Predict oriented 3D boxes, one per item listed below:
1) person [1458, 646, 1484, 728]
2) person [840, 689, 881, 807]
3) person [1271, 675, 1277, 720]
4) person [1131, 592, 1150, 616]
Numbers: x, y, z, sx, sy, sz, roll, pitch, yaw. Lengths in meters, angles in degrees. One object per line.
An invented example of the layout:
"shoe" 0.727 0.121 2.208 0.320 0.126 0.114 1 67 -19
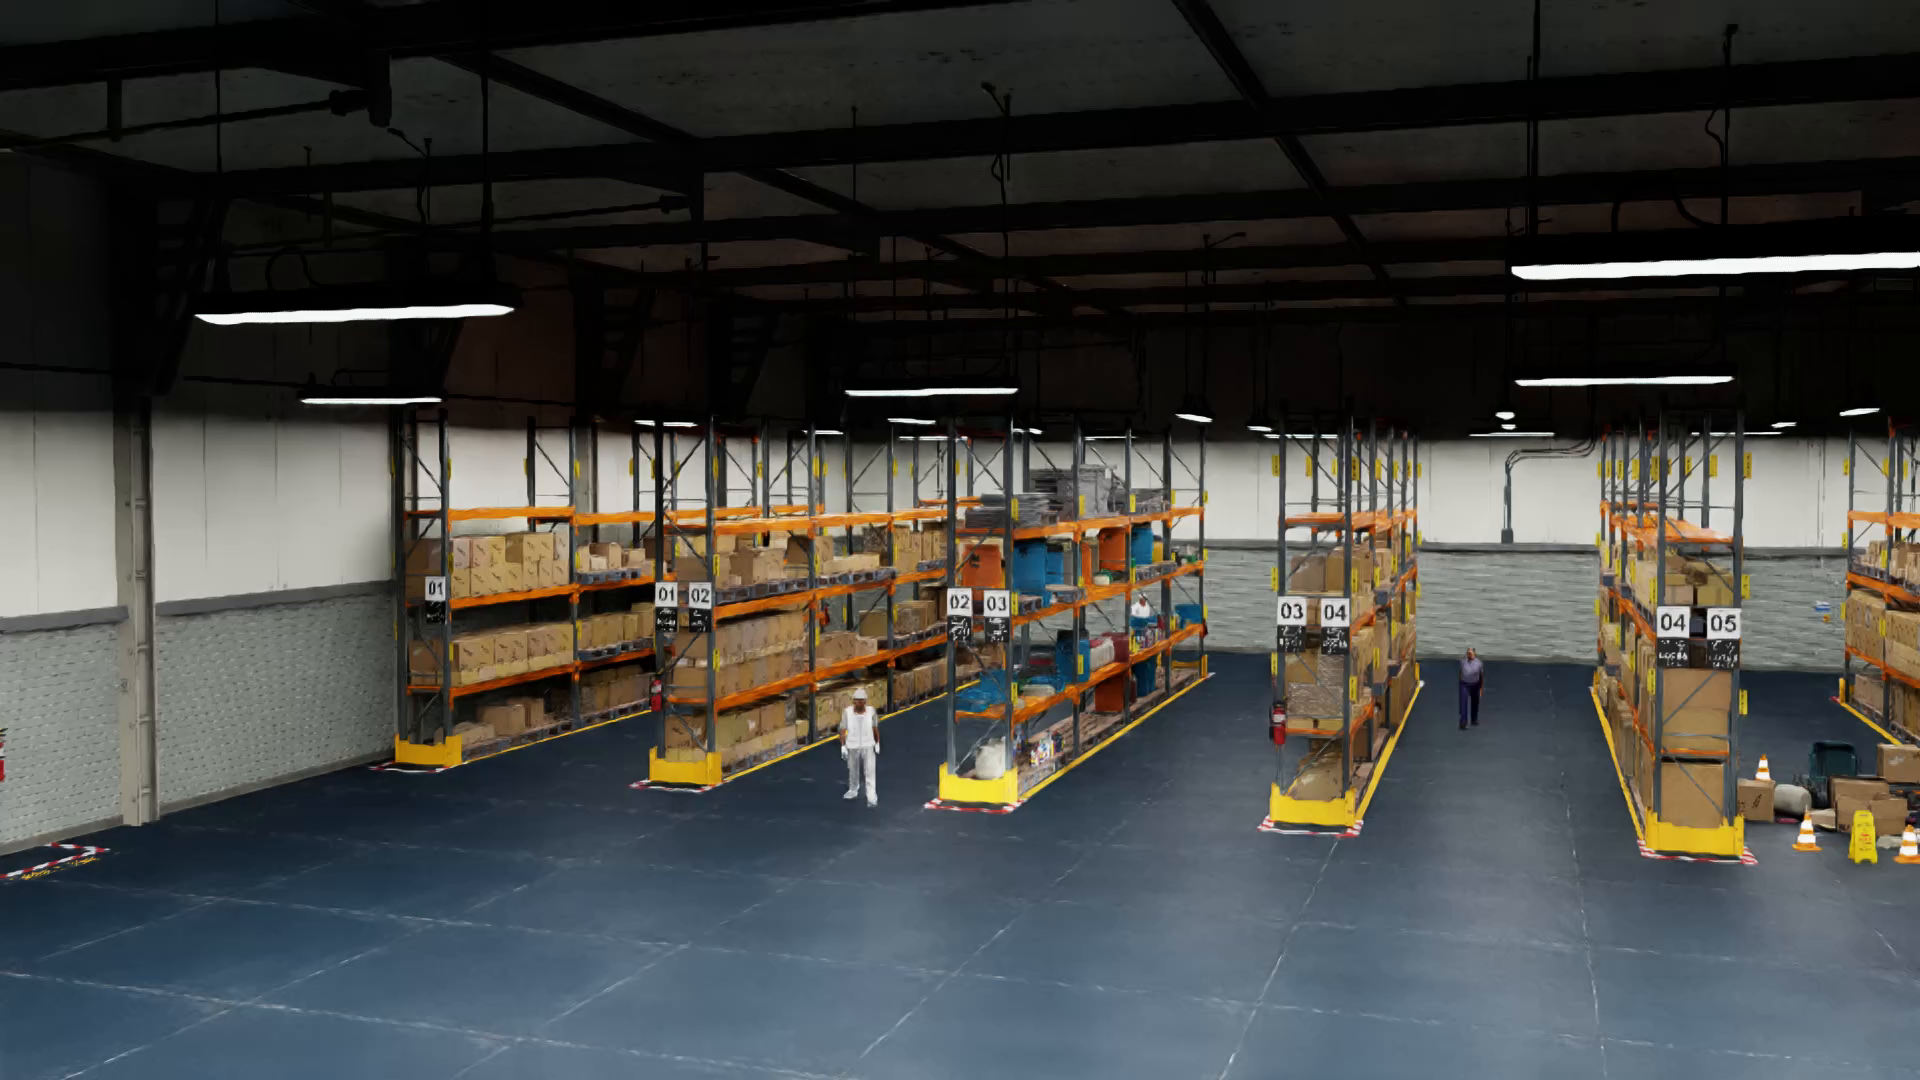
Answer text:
"person" 9.863 2.824 32.072 0.479 1.563 1.072 1 3 16
"person" -1.487 3.075 24.794 0.610 1.742 0.964 0 2 -4
"person" 6.418 2.805 32.791 0.592 1.598 0.513 1 3 17
"person" 4.671 2.248 43.844 0.737 1.760 0.498 -1 3 -26
